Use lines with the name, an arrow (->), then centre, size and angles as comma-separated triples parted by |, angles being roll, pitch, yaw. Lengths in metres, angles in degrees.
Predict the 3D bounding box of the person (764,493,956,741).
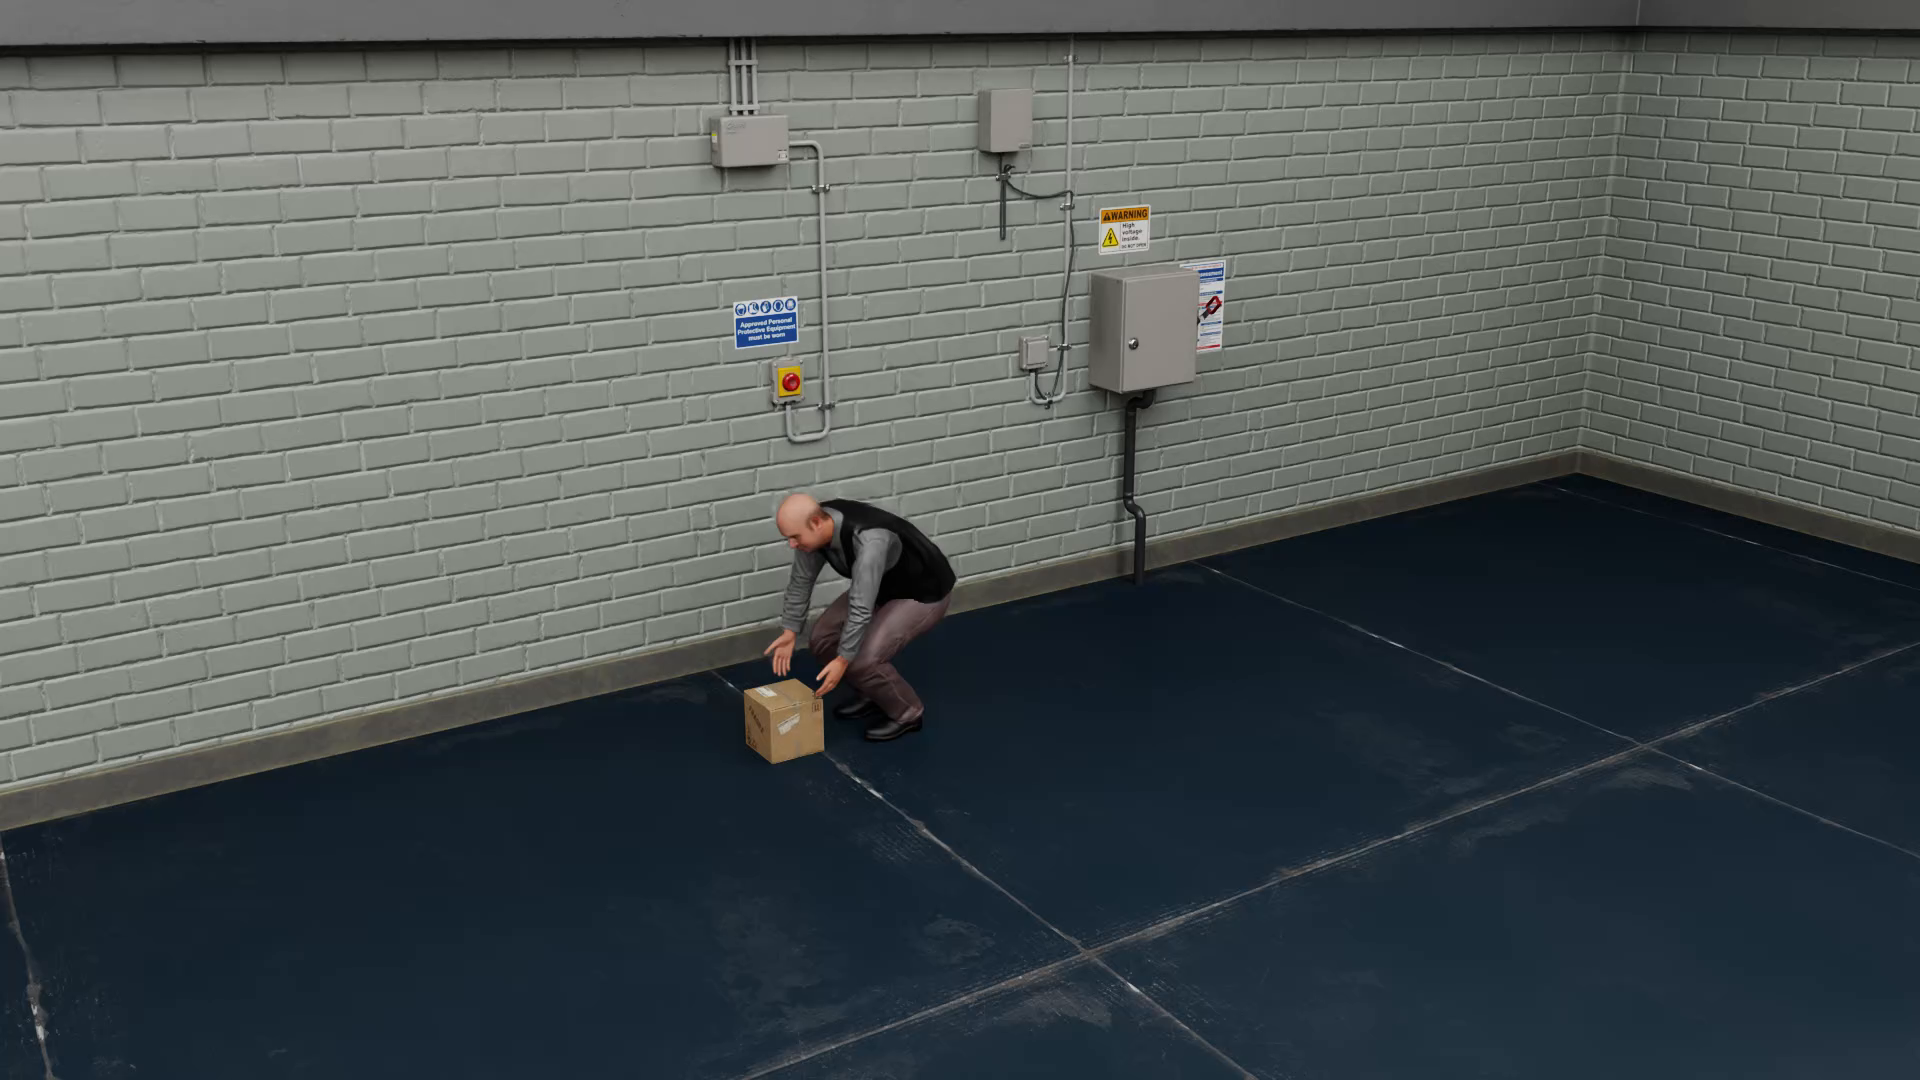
person -> -0.406, 0.296, 7.134 | 0.823, 1.139, 0.568 | -11, 21, -32
